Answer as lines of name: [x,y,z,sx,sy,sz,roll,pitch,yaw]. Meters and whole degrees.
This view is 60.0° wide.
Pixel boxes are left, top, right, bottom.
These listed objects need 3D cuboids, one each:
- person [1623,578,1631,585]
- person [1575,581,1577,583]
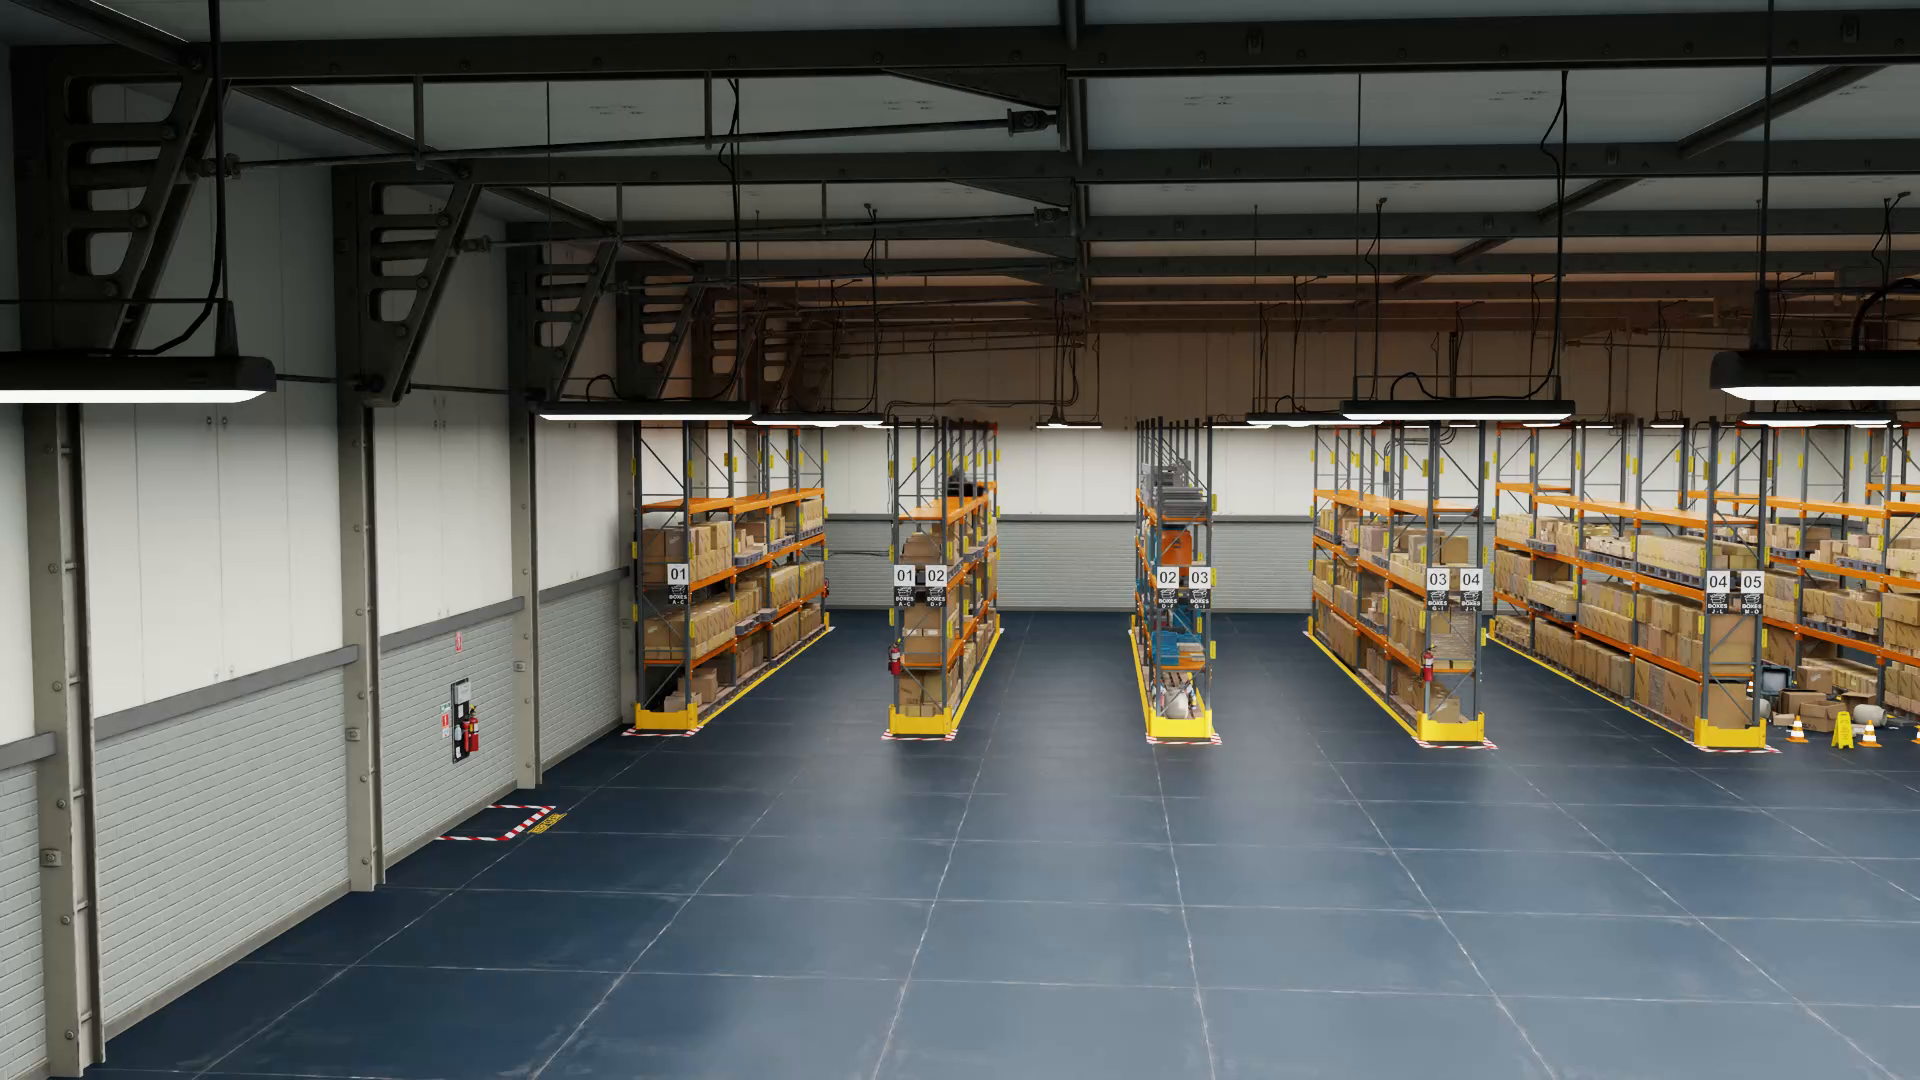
person: [18.925,1.779,47.298,0.647,1.735,0.689,1,4,11]
person: [16.864,1.893,45.569,0.671,1.727,0.589,0,4,5]
